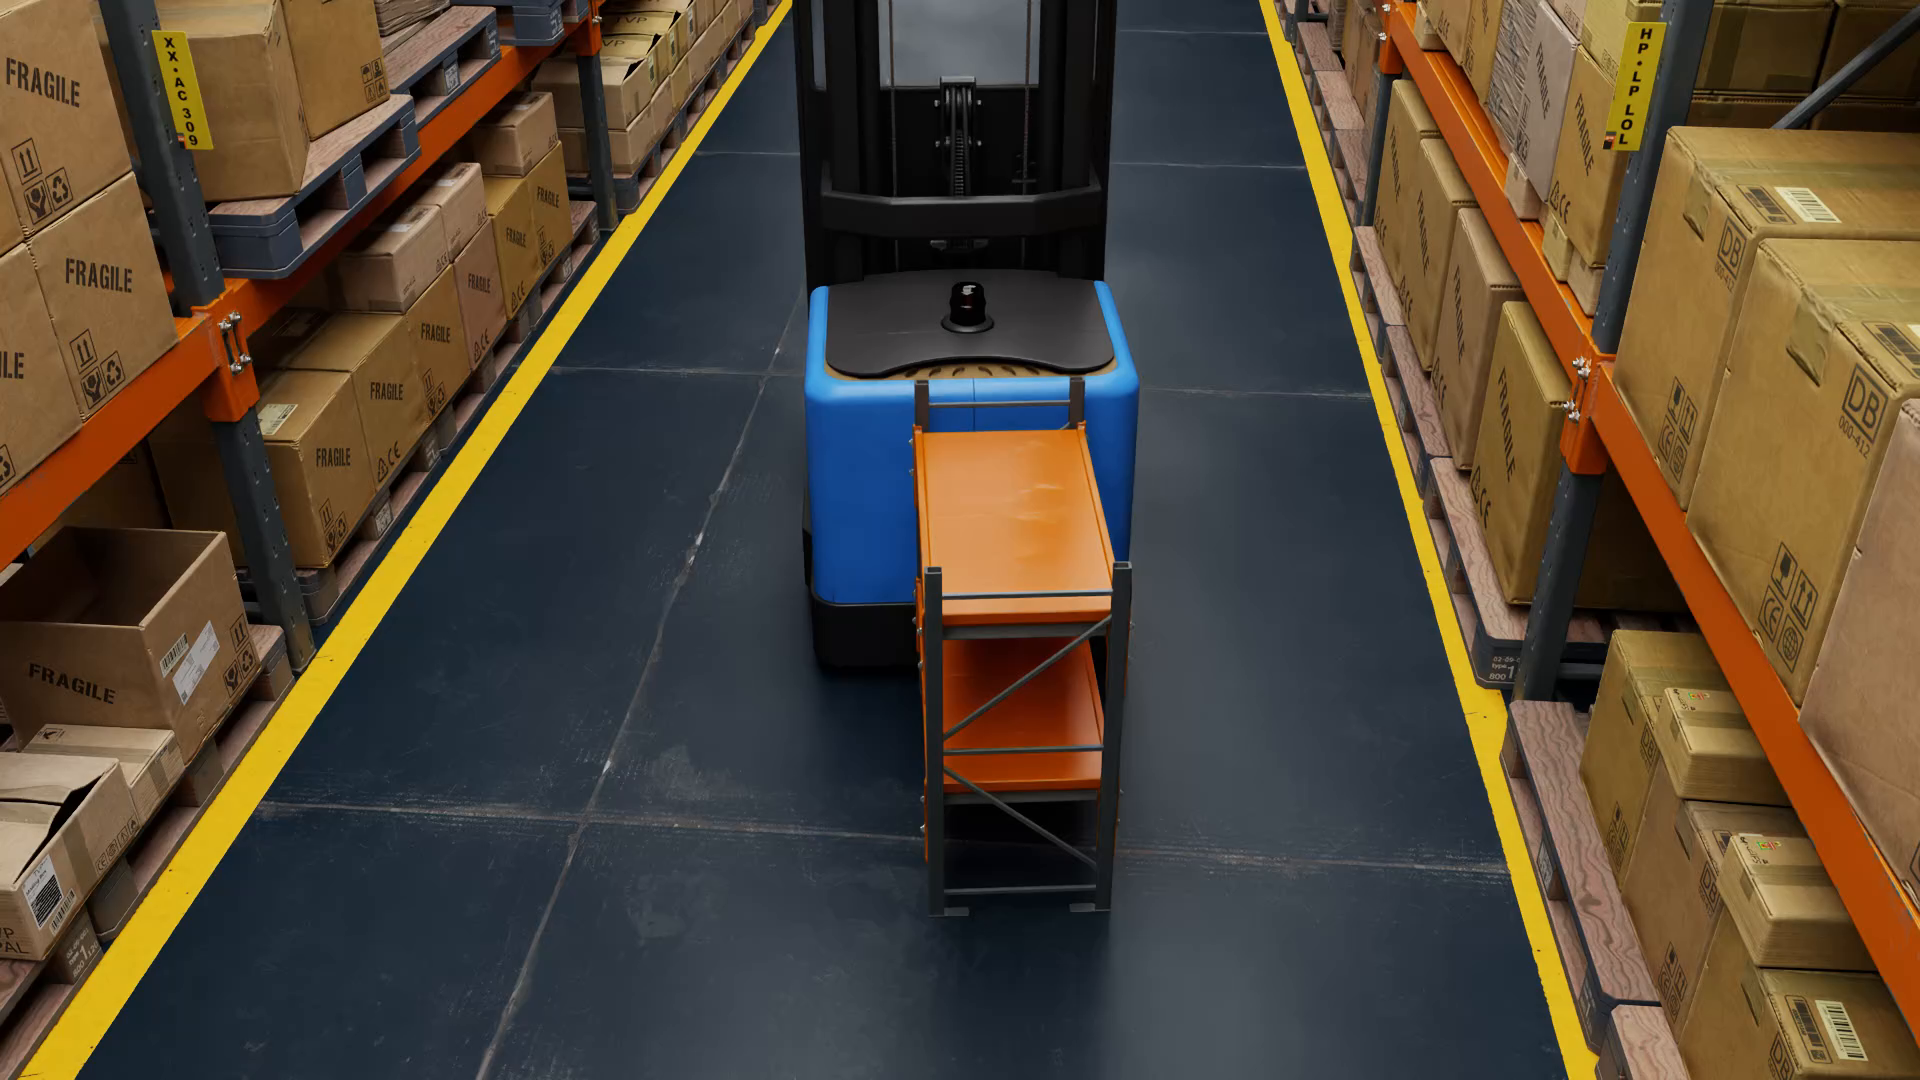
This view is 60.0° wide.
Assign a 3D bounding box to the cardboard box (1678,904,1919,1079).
[{"bbox_3d":[2.008,1.130,3.540,0.700,0.500,0.500,3,32,5],"label":"cardboard box"}]

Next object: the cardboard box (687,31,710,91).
[{"bbox_3d":[-1.899,-3.047,10.556,0.500,0.250,0.500,3,32,5],"label":"cardboard box"}]

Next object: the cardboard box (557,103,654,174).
[{"bbox_3d":[-2.017,-2.244,9.253,0.500,0.250,0.500,2,32,4],"label":"cardboard box"}]

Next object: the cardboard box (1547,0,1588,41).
[{"bbox_3d":[2.093,-1.692,5.025,0.500,0.250,0.500,3,32,5],"label":"cardboard box"}]

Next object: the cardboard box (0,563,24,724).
[{"bbox_3d":[-2.928,0.285,5.073,0.500,0.311,0.500,2,32,4],"label":"cardboard box"}]

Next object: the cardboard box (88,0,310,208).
[{"bbox_3d":[-2.417,-1.343,5.074,0.700,0.500,0.500,-8,33,-13],"label":"cardboard box"}]

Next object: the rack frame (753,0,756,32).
[{"bbox_3d":[-2.027,-5.066,11.612,1.000,3.000,0.127,2,32,4],"label":"rack frame"}]

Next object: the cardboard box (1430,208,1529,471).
[{"bbox_3d":[2.252,-0.747,6.252,0.750,0.750,0.750,3,32,5],"label":"cardboard box"}]

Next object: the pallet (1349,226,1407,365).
[{"bbox_3d":[2.445,-1.169,7.945,1.003,0.211,1.213,2,32,4],"label":"pallet"}]

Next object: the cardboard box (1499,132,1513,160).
[{"bbox_3d":[2.152,-1.426,5.926,0.380,0.149,0.250,2,32,3],"label":"cardboard box"}]

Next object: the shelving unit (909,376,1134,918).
[{"bbox_3d":[0.140,0.278,4.726,0.538,1.125,1.048,-1,32,-2],"label":"shelving unit"}]

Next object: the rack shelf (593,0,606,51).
[{"bbox_3d":[-2.190,-3.714,10.103,1.077,0.370,4.000,2,32,4],"label":"rack shelf"}]

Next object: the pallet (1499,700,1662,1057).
[{"bbox_3d":[2.119,0.908,4.575,1.003,0.211,1.213,2,32,4],"label":"pallet"}]

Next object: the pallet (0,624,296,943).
[{"bbox_3d":[-2.735,0.663,4.973,1.003,0.211,1.213,2,32,4],"label":"pallet"}]

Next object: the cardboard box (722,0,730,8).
[{"bbox_3d":[-1.810,-3.817,11.270,0.500,0.311,0.500,3,32,5],"label":"cardboard box"}]

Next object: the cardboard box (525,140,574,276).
[{"bbox_3d":[-2.195,-1.599,7.948,0.500,0.500,0.500,4,32,6],"label":"cardboard box"}]

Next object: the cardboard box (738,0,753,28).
[{"bbox_3d":[-1.772,-3.845,11.851,0.500,0.250,0.500,2,32,4],"label":"cardboard box"}]

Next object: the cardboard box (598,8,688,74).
[{"bbox_3d":[-1.939,-3.025,9.985,0.500,0.311,0.500,2,32,3],"label":"cardboard box"}]

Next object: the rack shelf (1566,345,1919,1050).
[{"bbox_3d":[2.096,0.679,2.975,1.077,0.370,4.000,2,32,4],"label":"rack shelf"}]

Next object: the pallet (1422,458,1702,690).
[{"bbox_3d":[2.247,0.107,5.875,1.003,0.211,1.213,2,32,4],"label":"pallet"}]

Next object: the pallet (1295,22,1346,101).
[{"bbox_3d":[2.849,-3.262,11.342,1.003,0.211,1.213,2,32,4],"label":"pallet"}]

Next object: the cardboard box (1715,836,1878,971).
[{"bbox_3d":[1.844,0.767,3.511,0.380,0.149,0.250,2,32,3],"label":"cardboard box"}]

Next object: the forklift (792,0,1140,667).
[{"bbox_3d":[-0.031,-1.576,6.014,1.130,2.935,3.031,-1,32,-2],"label":"forklift"}]

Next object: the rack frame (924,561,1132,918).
[{"bbox_3d":[0.164,0.545,4.294,0.500,1.125,0.032,-1,32,-2],"label":"rack frame"}]

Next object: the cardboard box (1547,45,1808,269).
[{"bbox_3d":[2.045,-1.103,4.783,0.500,0.500,0.500,2,32,3],"label":"cardboard box"}]

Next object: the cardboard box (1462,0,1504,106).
[{"bbox_3d":[2.162,-1.894,6.067,0.500,0.500,0.500,3,32,5],"label":"cardboard box"}]

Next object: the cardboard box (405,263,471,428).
[{"bbox_3d":[-2.316,-0.789,6.635,0.500,0.500,0.500,3,32,5],"label":"cardboard box"}]

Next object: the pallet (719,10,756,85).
[{"bbox_3d":[-2.048,-3.492,11.715,1.003,0.211,1.213,2,32,4],"label":"pallet"}]

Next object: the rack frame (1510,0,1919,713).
[{"bbox_3d":[2.259,-0.673,4.484,1.000,3.000,0.127,2,32,4],"label":"rack frame"}]

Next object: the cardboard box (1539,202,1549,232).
[{"bbox_3d":[2.068,-1.030,5.283,0.380,0.149,0.250,3,32,6],"label":"cardboard box"}]

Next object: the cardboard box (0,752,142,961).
[{"bbox_3d":[-2.503,0.777,4.274,0.500,0.311,0.500,2,32,4],"label":"cardboard box"}]

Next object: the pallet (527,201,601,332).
[{"bbox_3d":[-2.451,-1.399,8.318,1.003,0.211,1.213,2,32,4],"label":"pallet"}]

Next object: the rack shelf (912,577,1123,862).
[{"bbox_3d":[0.140,0.487,4.854,0.538,0.278,1.000,-1,32,-2],"label":"rack shelf"}]

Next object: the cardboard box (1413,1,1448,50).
[{"bbox_3d":[2.192,-2.238,7.242,0.380,0.149,0.250,3,32,5],"label":"cardboard box"}]

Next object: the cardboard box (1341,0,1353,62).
[{"bbox_3d":[2.875,-3.322,10.744,0.700,0.500,0.500,2,32,3],"label":"cardboard box"}]

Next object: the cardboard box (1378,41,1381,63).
[{"bbox_3d":[2.749,-2.531,9.461,0.700,0.500,0.500,2,32,4],"label":"cardboard box"}]

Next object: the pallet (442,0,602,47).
[{"bbox_3d":[-2.338,-2.536,7.688,1.213,0.211,1.003,2,32,4],"label":"pallet"}]

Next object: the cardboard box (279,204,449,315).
[{"bbox_3d":[-2.315,-1.091,6.409,0.500,0.250,0.500,3,32,4],"label":"cardboard box"}]

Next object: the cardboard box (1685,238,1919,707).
[{"bbox_3d":[2.134,-0.137,3.327,0.980,0.700,0.700,2,32,3],"label":"cardboard box"}]

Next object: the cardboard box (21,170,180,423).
[{"bbox_3d":[-2.463,-0.653,4.356,0.500,0.500,0.500,3,32,5],"label":"cardboard box"}]
